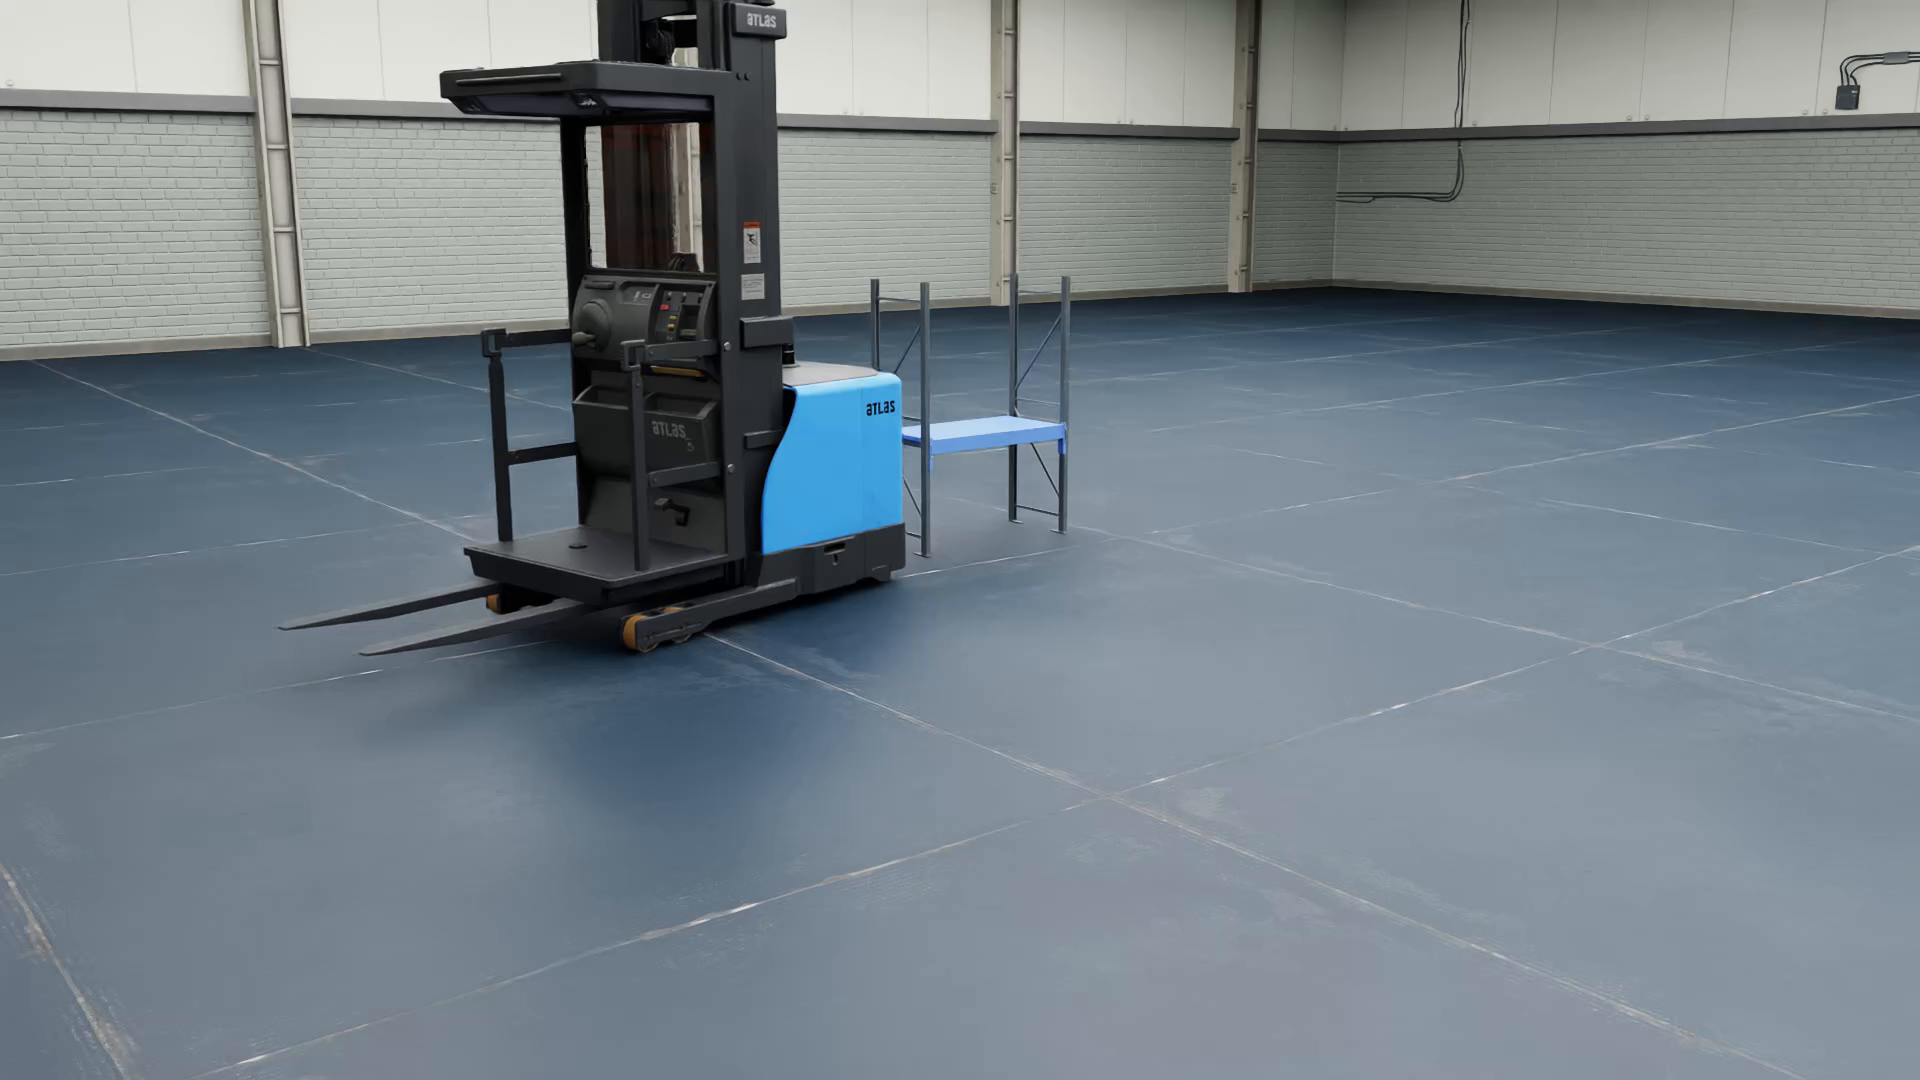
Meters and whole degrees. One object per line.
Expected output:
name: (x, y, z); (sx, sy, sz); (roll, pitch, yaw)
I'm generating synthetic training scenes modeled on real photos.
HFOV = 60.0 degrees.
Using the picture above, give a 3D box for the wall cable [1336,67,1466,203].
wall cable: (8.573, -7.886, 32.576); (0.112, 2.526, 3.097); (-9, 15, -38)

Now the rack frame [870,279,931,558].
rack frame: (-0.330, -0.679, 9.214); (0.032, 1.500, 0.500); (-9, 15, -38)

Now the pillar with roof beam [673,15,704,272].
pillar with roof beam: (-1.235, -6.981, 20.842); (0.400, 9.000, 9.100); (-9, 15, -38)

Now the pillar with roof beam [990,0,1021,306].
pillar with roof beam: (3.451, -7.760, 24.508); (0.400, 9.000, 9.100); (-9, 15, -38)

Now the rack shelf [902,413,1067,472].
rack shelf: (0.067, -0.569, 9.562); (1.000, 0.185, 0.538); (-9, 15, -38)

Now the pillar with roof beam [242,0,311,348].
pillar with roof beam: (-5.920, -6.203, 17.175); (0.400, 9.000, 9.100); (-9, 15, -38)

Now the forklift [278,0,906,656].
forklift: (-1.605, -1.057, 7.549); (1.130, 2.935, 3.031); (10, 15, 38)

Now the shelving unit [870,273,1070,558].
shelving unit: (0.067, -0.745, 9.525); (1.048, 1.500, 0.538); (-9, 15, -38)

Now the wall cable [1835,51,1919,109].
wall cable: (14.491, -9.526, 24.639); (0.169, 6.003, 2.305); (-9, 15, -38)

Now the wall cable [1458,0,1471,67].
wall cable: (10.263, -9.917, 29.985); (0.112, 2.526, 3.097); (-9, 15, -38)

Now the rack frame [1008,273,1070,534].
rack frame: (0.464, -0.811, 9.836); (0.032, 1.500, 0.500); (-9, 15, -38)

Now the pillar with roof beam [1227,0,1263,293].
pillar with roof beam: (8.136, -8.538, 28.175); (0.400, 9.000, 9.100); (-9, 15, -38)
